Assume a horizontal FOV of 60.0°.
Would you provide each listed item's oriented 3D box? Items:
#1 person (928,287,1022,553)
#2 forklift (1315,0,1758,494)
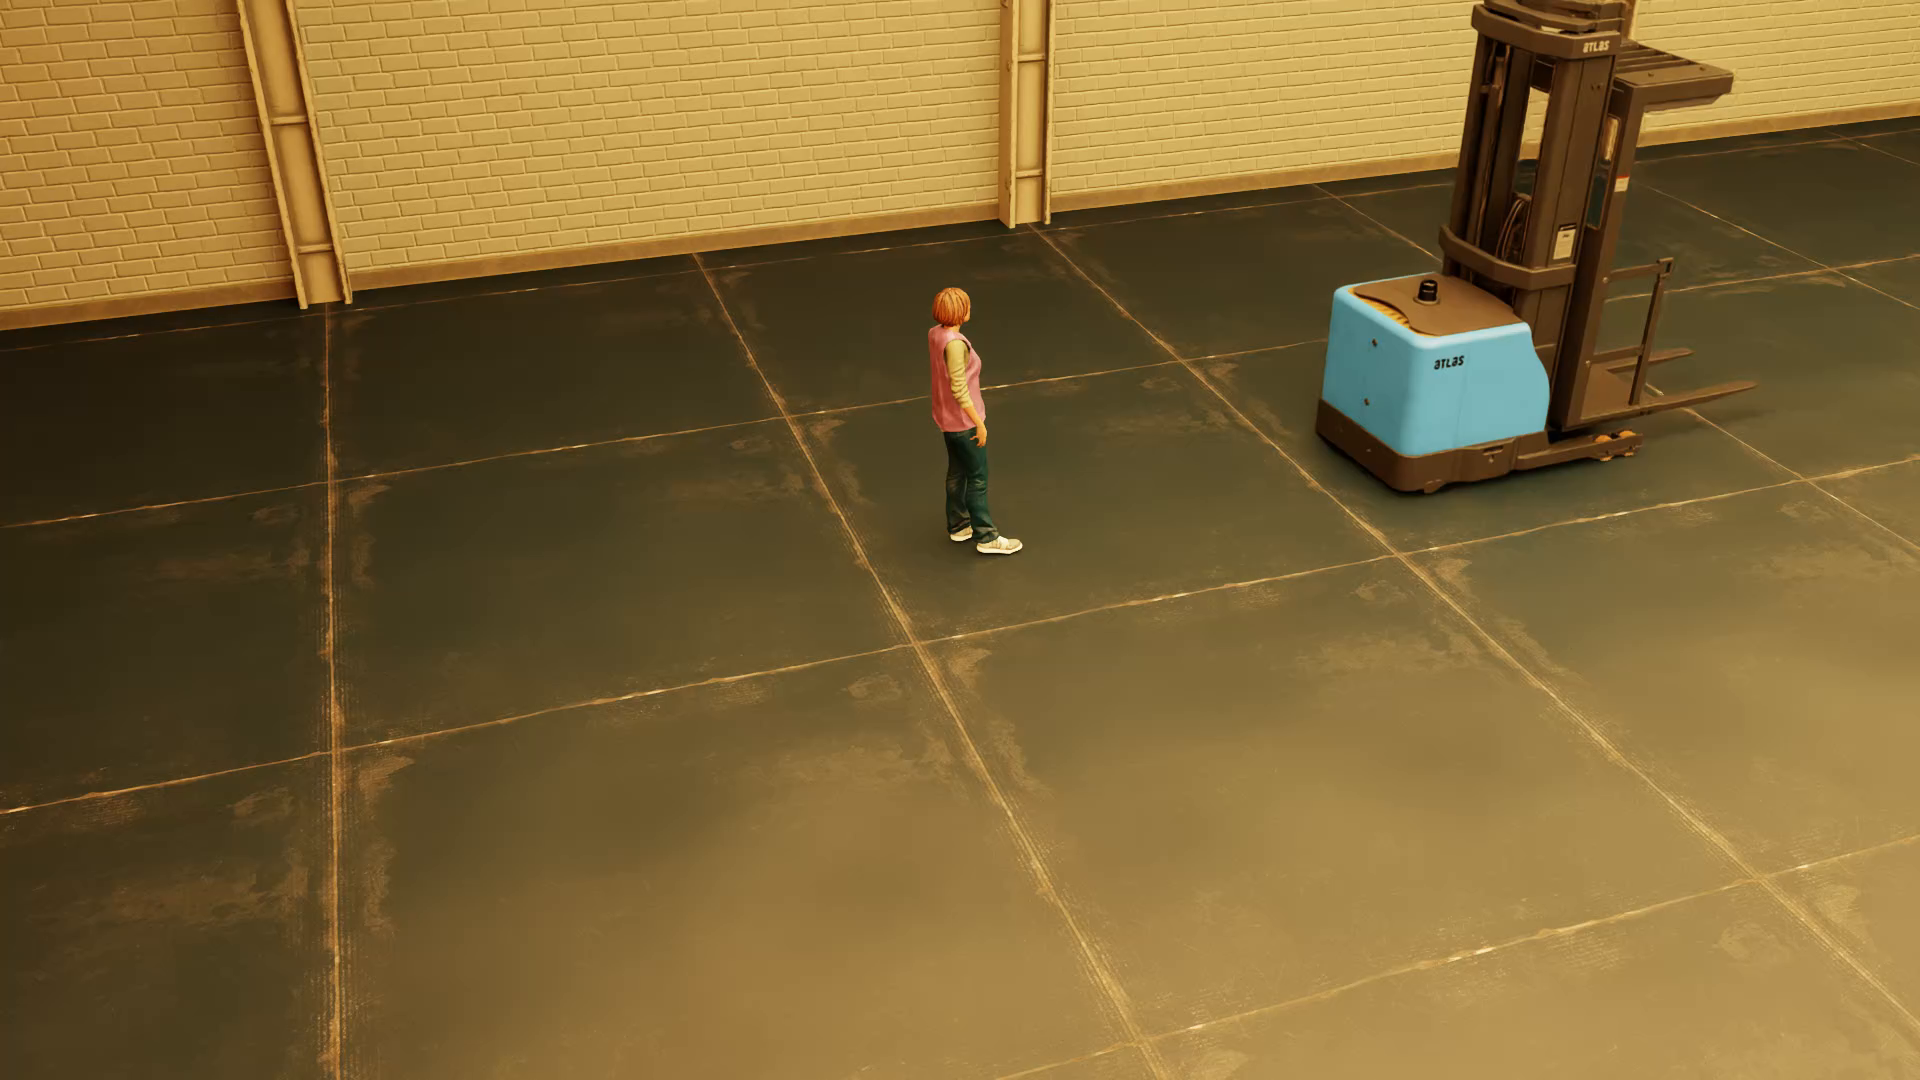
[{"bbox_3d":[0.075,-0.704,9.633,0.473,1.599,0.520,-10,31,-16],"label":"person"},{"bbox_3d":[3.960,-2.020,10.599,3.031,2.935,1.130,-11,32,-19],"label":"forklift"}]
